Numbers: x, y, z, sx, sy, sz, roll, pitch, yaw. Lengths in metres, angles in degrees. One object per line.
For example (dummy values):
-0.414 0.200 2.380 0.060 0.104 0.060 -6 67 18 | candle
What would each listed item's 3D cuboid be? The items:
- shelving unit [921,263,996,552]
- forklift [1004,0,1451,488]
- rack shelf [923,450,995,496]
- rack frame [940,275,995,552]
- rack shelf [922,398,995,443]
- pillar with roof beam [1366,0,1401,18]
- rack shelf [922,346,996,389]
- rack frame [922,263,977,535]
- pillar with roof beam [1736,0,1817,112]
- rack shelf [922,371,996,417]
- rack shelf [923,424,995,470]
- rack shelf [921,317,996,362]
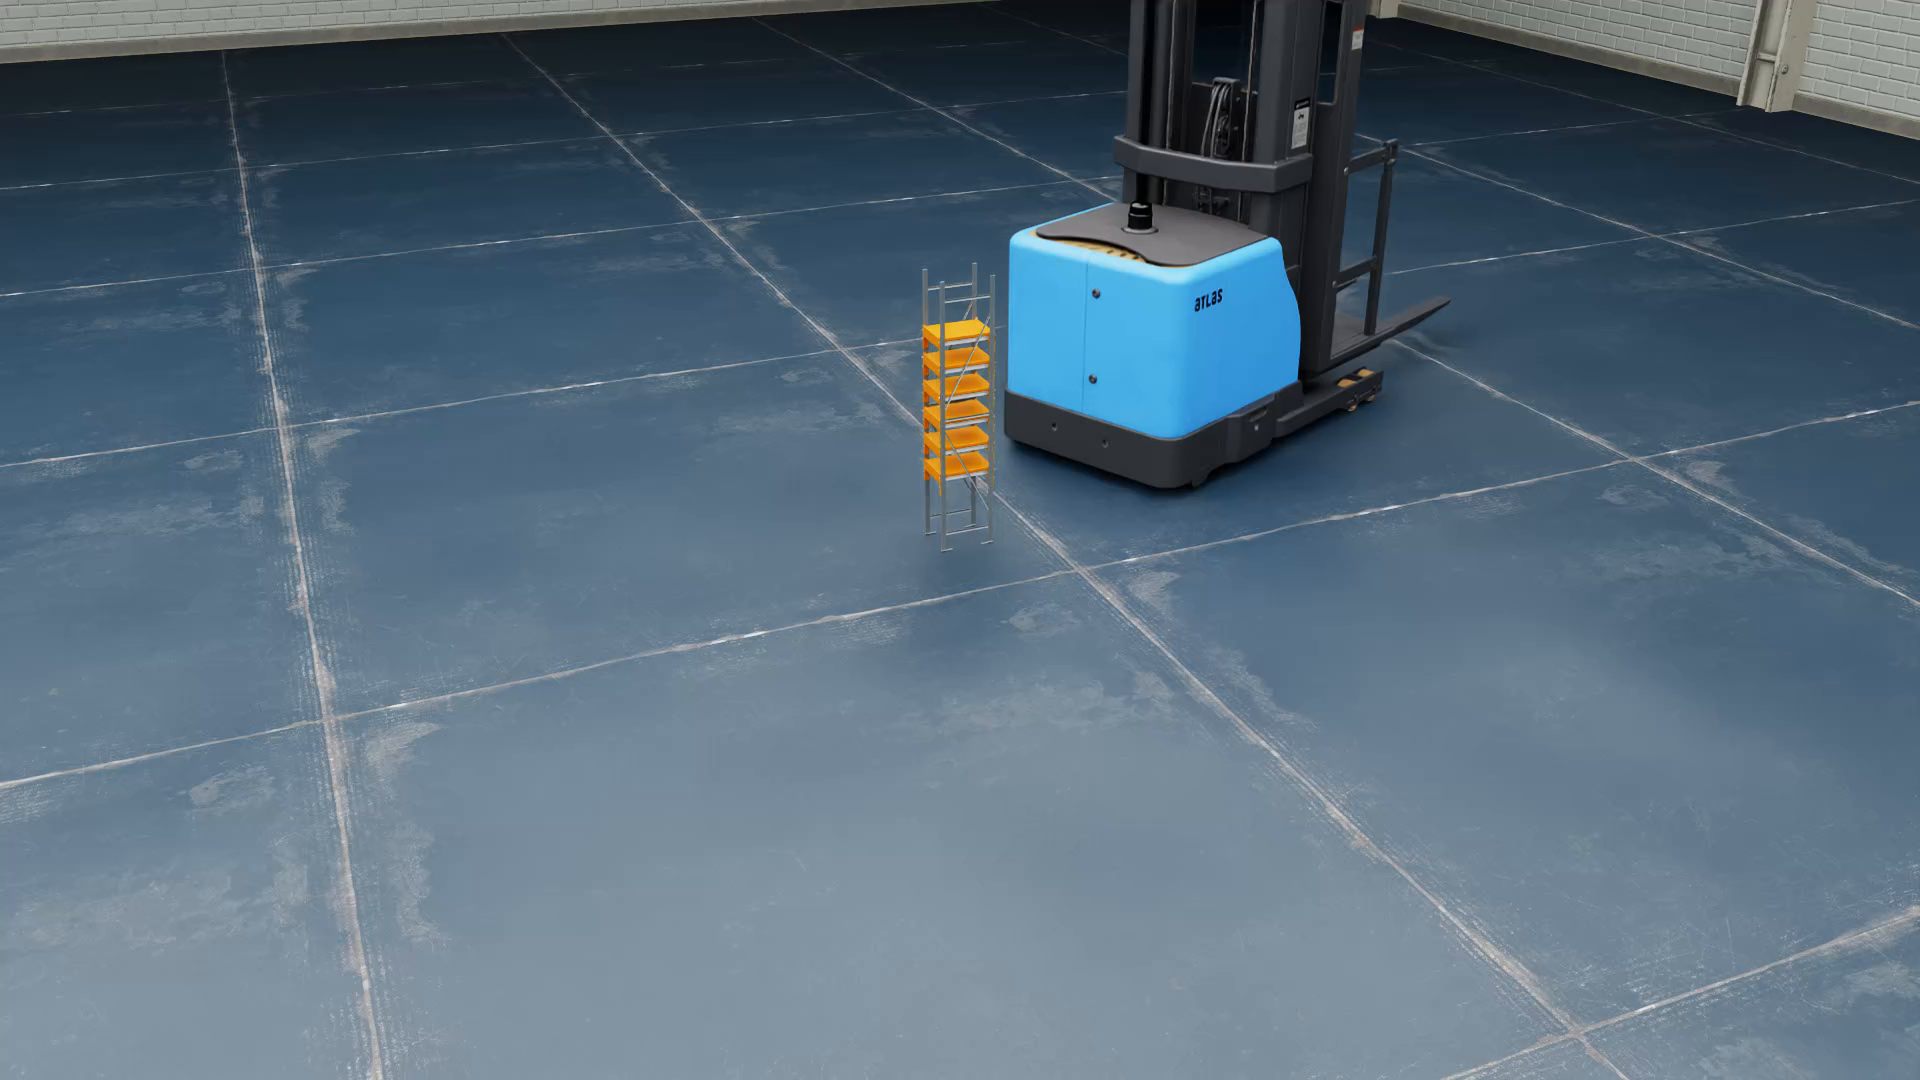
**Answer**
-0.006 -0.545 6.999 0.258 1.200 0.189 -11 28 -21 | shelving unit
1.575 -2.115 8.241 1.130 2.935 3.031 22 33 37 | forklift
-0.006 -0.289 7.124 0.258 0.103 0.180 -11 28 -21 | rack shelf
0.030 -0.508 6.923 0.240 1.200 0.006 -11 28 -21 | rack frame
-0.006 -0.505 7.018 0.258 0.103 0.180 -11 28 -21 | rack shelf
1.206 -9.771 17.006 9.100 9.000 0.400 -11 28 -21 | pillar with roof beam
-0.006 -0.721 6.913 0.258 0.103 0.180 -11 28 -21 | rack shelf
-0.042 -0.582 7.074 0.240 1.200 0.006 -11 28 -21 | rack frame
3.555 -7.349 12.045 9.100 9.000 0.400 -11 28 -21 | pillar with roof beam
-0.006 -0.613 6.966 0.258 0.103 0.180 -11 28 -21 | rack shelf
-0.006 -0.397 7.071 0.258 0.103 0.180 -11 28 -21 | rack shelf
-0.006 -0.829 6.860 0.258 0.103 0.180 -11 28 -21 | rack shelf
